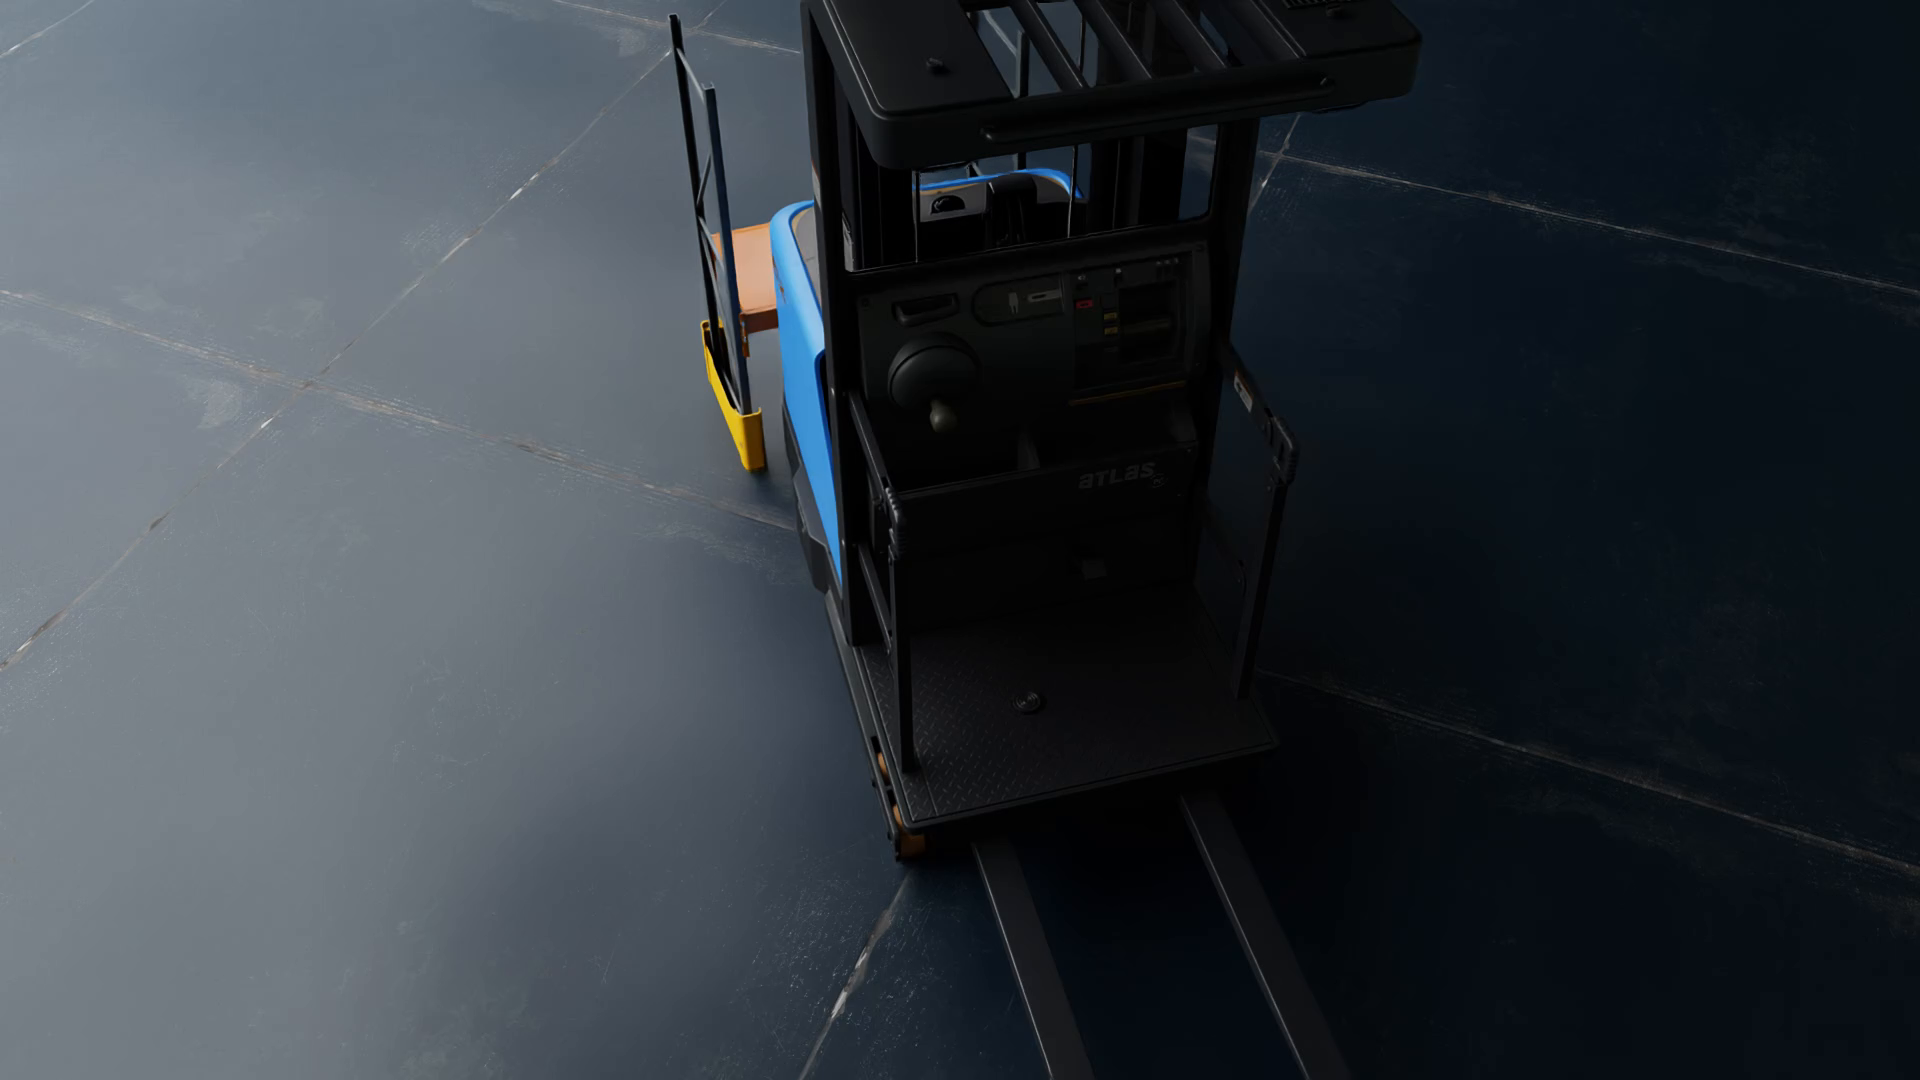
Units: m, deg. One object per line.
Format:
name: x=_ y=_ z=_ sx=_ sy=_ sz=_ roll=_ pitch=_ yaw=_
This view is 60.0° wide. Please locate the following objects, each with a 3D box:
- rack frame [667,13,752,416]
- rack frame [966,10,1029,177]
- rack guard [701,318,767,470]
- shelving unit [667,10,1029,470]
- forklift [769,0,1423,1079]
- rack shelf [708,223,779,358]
rack frame: x=-0.835 y=-0.985 z=5.677 sx=0.032 sy=1.500 sz=0.500 roll=-14 pitch=47 yaw=-14
rack frame: x=0.120 y=-1.231 z=5.923 sx=0.032 sy=1.500 sz=0.500 roll=-14 pitch=47 yaw=-14
rack guard: x=-0.834 y=-0.542 z=6.118 sx=0.087 sy=0.250 sz=0.587 roll=-14 pitch=47 yaw=-14
shelving unit: x=-0.366 y=-1.106 z=5.798 sx=1.083 sy=1.500 sz=0.587 roll=-14 pitch=47 yaw=-14
forklift: x=0.256 y=-0.432 z=4.107 sx=1.130 sy=2.935 sz=3.031 roll=-11 pitch=46 yaw=-11
rack shelf: x=-0.357 y=-0.980 z=5.927 sx=1.000 sy=0.185 sz=0.538 roll=-14 pitch=47 yaw=-14
